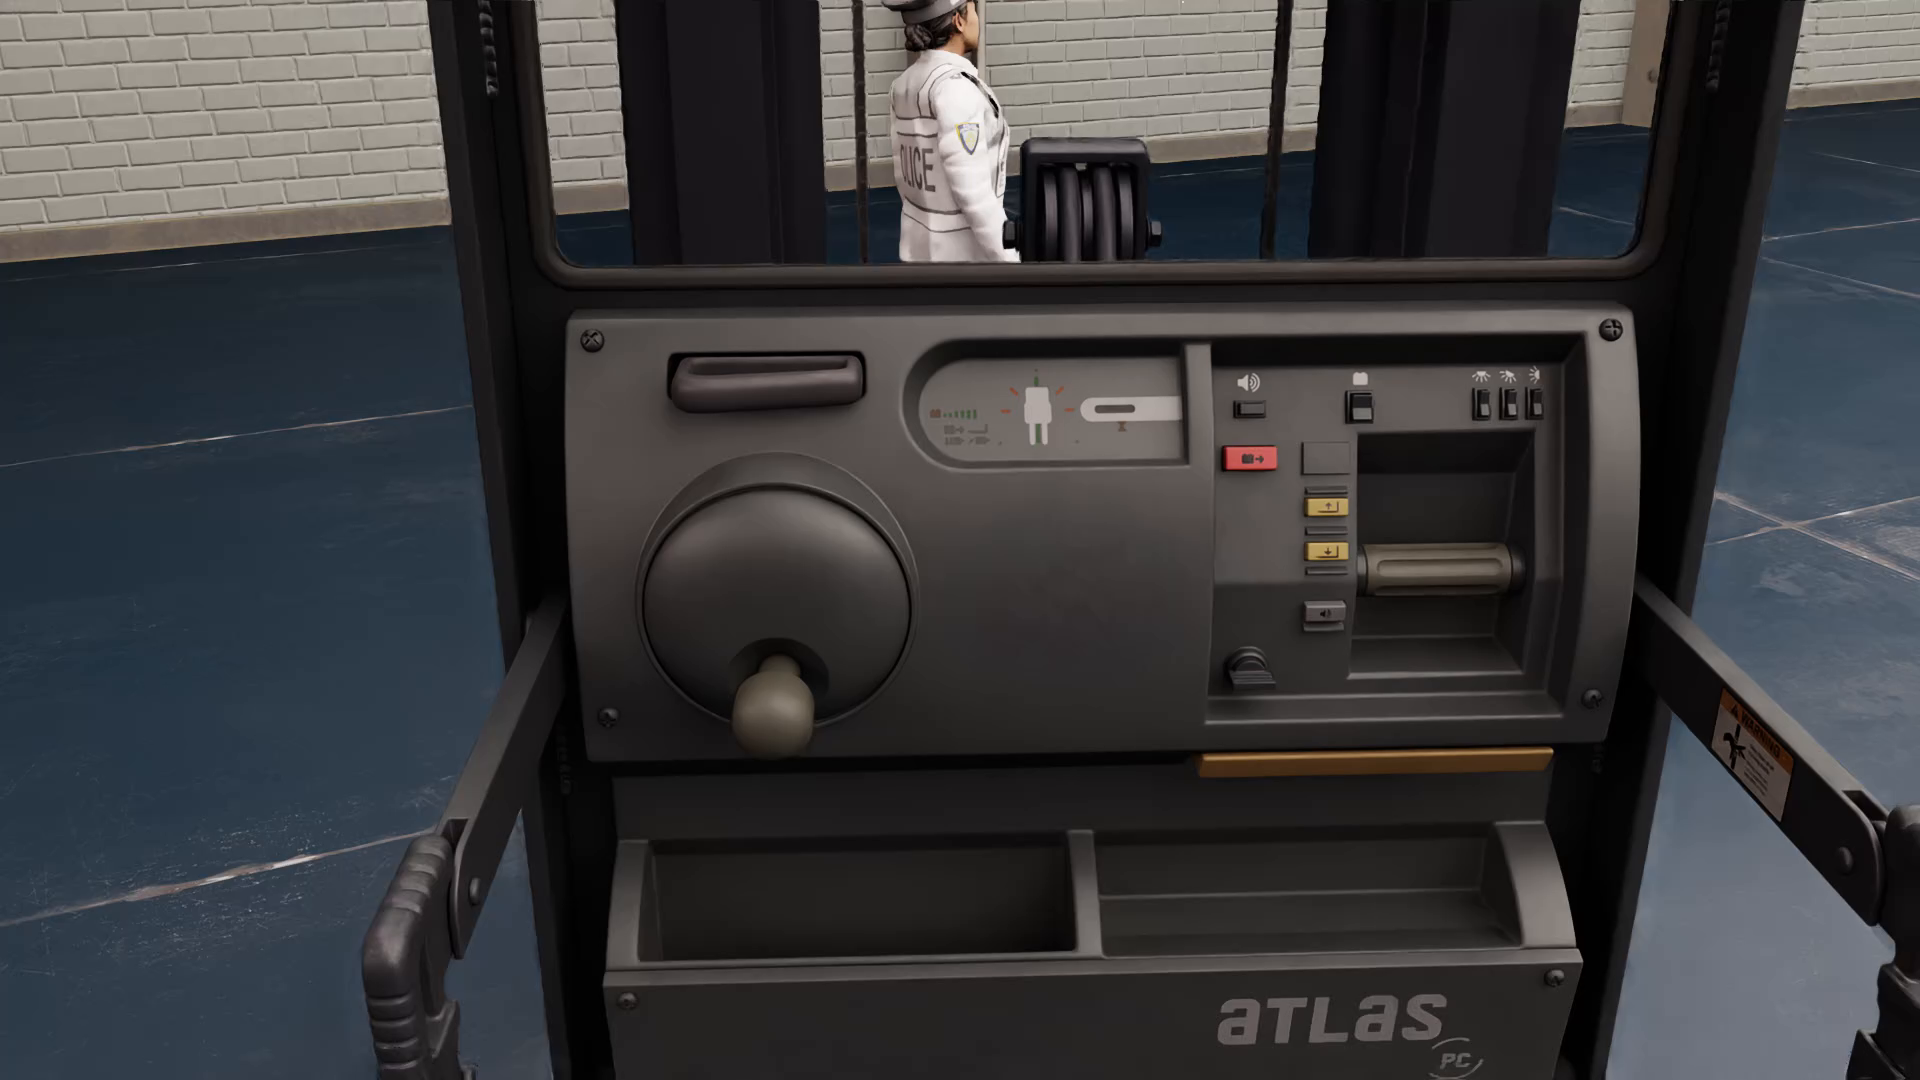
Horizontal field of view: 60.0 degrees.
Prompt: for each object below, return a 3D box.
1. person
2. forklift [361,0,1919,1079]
[{"bbox_3d":[0.065,-0.798,4.800,0.531,1.695,0.588,-10,25,-23],"label":"person"},{"bbox_3d":[0.138,0.012,1.257,1.130,2.935,3.031,-1,23,-2],"label":"forklift"}]
